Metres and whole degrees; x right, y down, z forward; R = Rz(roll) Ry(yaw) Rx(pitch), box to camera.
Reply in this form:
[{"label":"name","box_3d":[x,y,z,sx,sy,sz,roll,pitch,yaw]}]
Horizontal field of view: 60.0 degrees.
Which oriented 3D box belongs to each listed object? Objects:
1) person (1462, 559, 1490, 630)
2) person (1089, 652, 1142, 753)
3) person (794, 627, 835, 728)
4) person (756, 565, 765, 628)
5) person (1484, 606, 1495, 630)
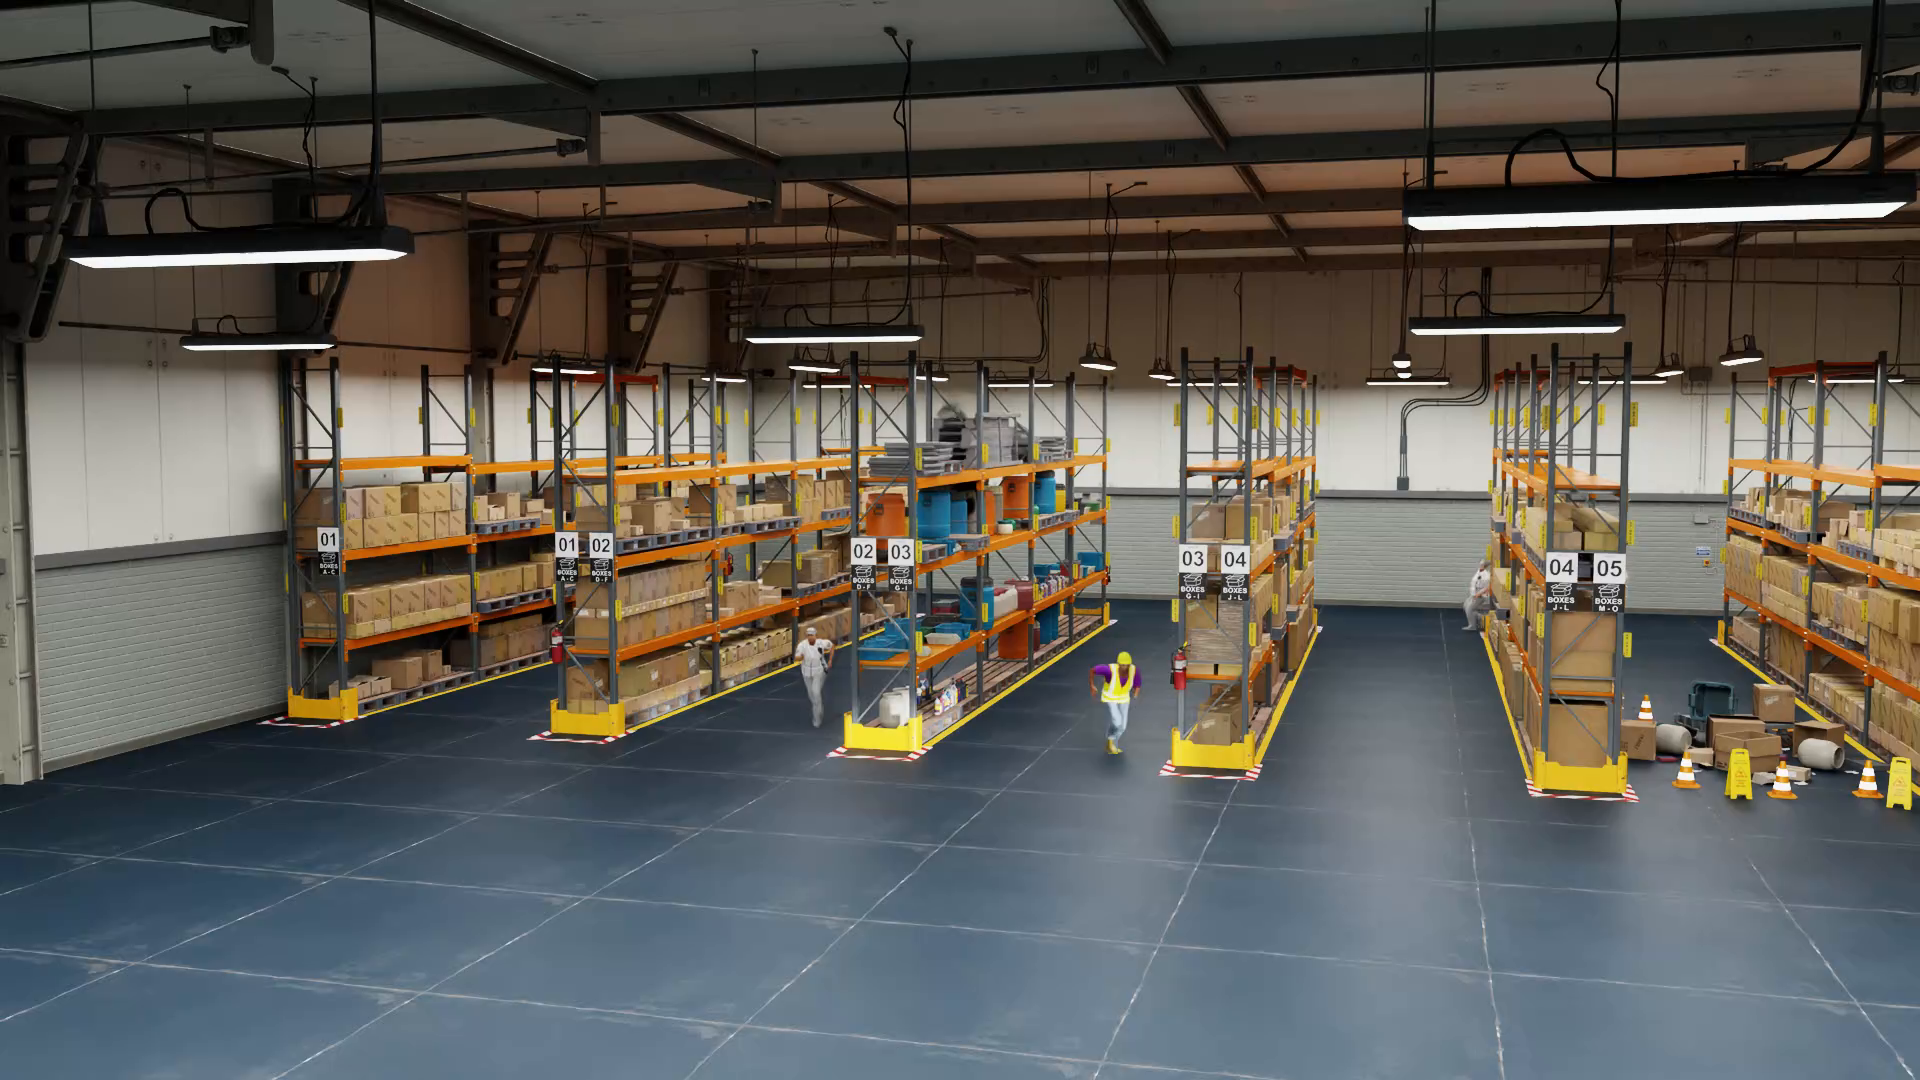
[{"label":"person","box_3d":[12.120,1.288,38.989,0.546,1.699,0.705,0,4,-1]},{"label":"person","box_3d":[2.285,2.405,24.492,0.740,1.579,0.897,-1,4,-15]},{"label":"person","box_3d":[-2.357,2.207,27.032,0.593,1.642,0.892,1,4,13]},{"label":"person","box_3d":[-4.439,1.408,37.164,0.606,1.717,0.874,1,4,7]},{"label":"person","box_3d":[12.710,1.293,38.997,0.828,1.728,0.657,2,5,25]}]
